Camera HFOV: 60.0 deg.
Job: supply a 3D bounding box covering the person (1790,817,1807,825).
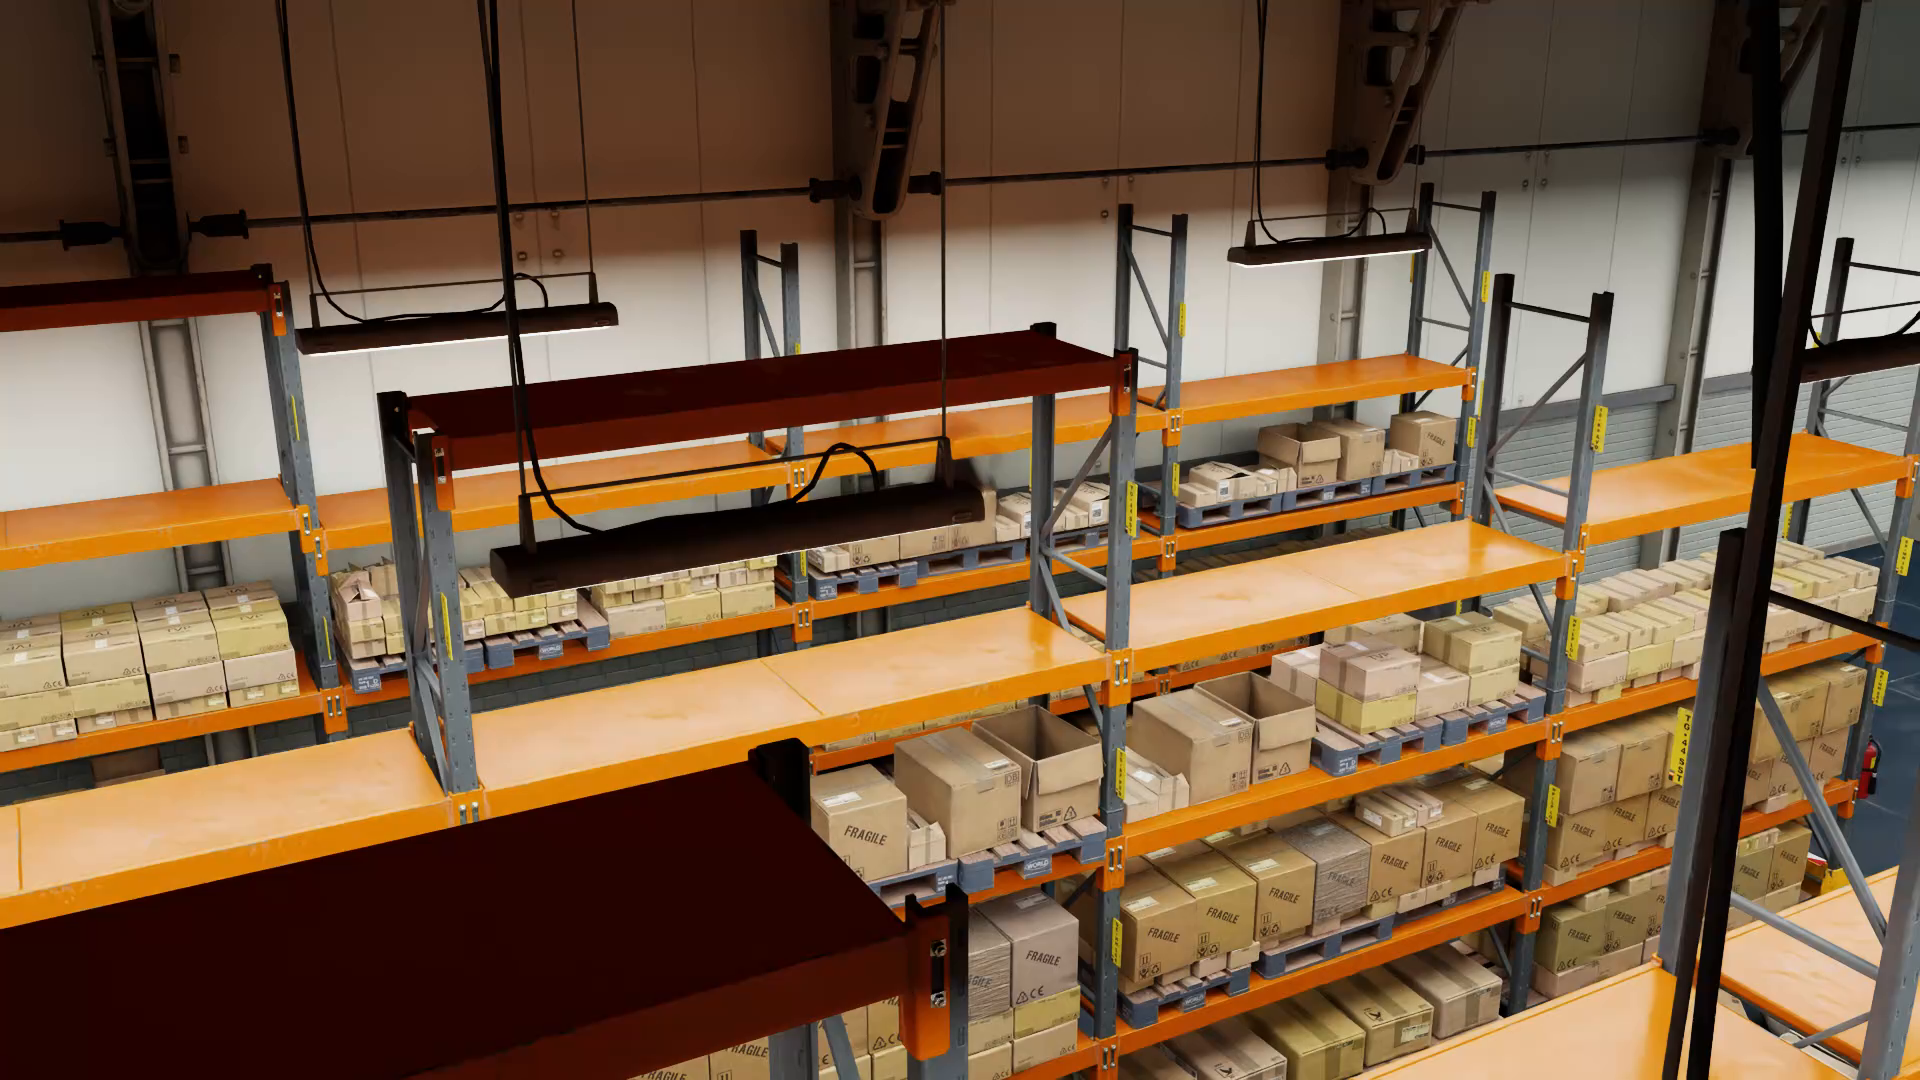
[{"bbox_3d":[8.319,2.024,16.521,0.676,1.822,0.358,-4,19,-13],"label":"person"}]
